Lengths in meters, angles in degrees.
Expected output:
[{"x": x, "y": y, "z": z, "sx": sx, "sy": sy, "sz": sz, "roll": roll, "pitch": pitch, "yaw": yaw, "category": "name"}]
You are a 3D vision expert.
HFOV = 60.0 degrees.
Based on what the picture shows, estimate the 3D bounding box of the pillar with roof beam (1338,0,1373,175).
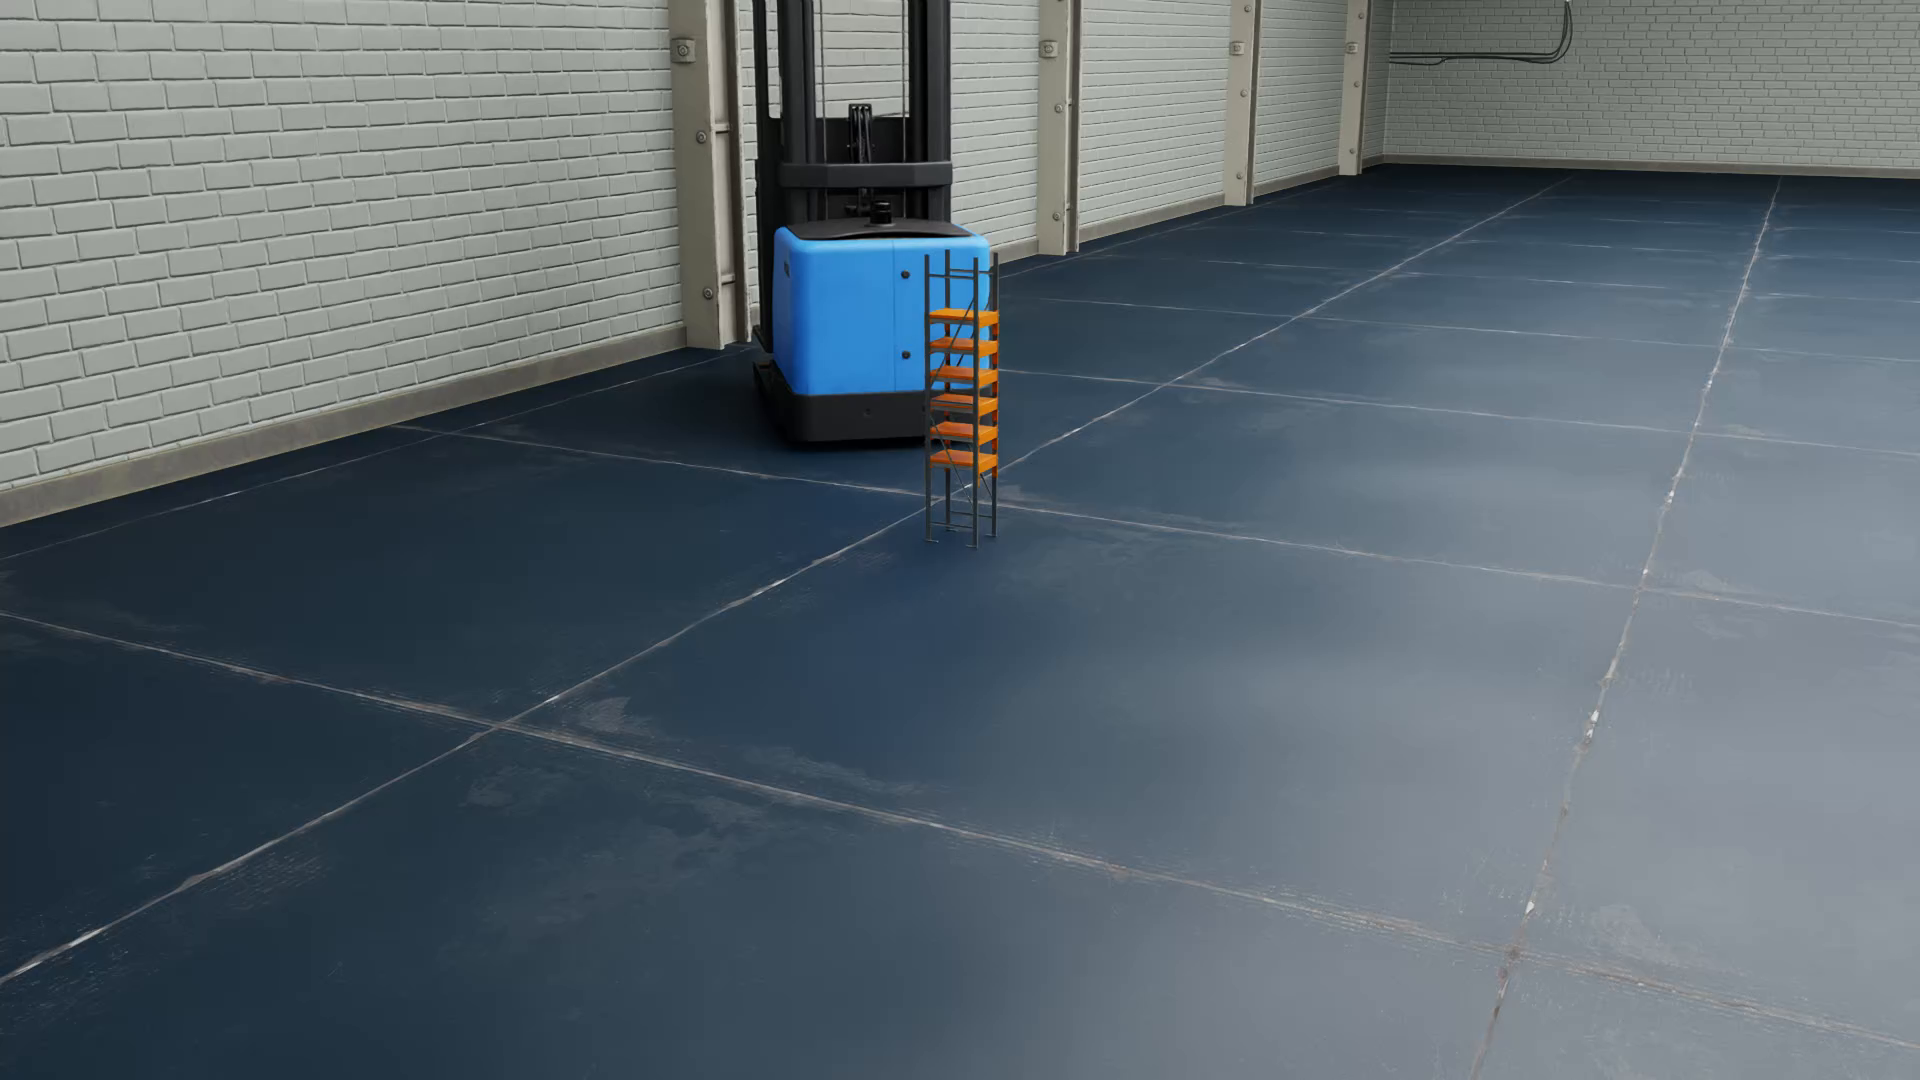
[{"x": 10.196, "y": -9.729, "z": 23.976, "sx": 9.100, "sy": 9.000, "sz": 0.400, "roll": 8, "pitch": 18, "yaw": 25, "category": "pillar with roof beam"}]

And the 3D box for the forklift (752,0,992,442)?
[{"x": -0.643, "y": -2.282, "z": 9.560, "sx": 1.130, "sy": 2.935, "sz": 3.031, "roll": -3, "pitch": 17, "yaw": -12, "category": "forklift"}]

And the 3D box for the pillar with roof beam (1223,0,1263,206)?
[{"x": 7.515, "y": -8.201, "z": 18.830, "sx": 9.100, "sy": 9.000, "sz": 0.400, "roll": 8, "pitch": 18, "yaw": 25, "category": "pillar with roof beam"}]

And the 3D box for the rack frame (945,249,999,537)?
[{"x": 0.047, "y": -0.602, "z": 6.944, "sx": 0.240, "sy": 1.200, "sz": 0.006, "roll": 8, "pitch": 18, "yaw": 25, "category": "rack frame"}]

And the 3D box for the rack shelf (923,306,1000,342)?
[{"x": 0.006, "y": -0.881, "z": 6.776, "sx": 0.258, "sy": 0.103, "sz": 0.180, "roll": 8, "pitch": 18, "yaw": 25, "category": "rack shelf"}]

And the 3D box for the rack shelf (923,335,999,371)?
[{"x": 0.006, "y": -0.766, "z": 6.810, "sx": 0.258, "sy": 0.103, "sz": 0.180, "roll": 8, "pitch": 18, "yaw": 25, "category": "rack shelf"}]

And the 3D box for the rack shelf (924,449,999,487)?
[{"x": 0.006, "y": -0.306, "z": 6.947, "sx": 0.258, "sy": 0.103, "sz": 0.180, "roll": 8, "pitch": 18, "yaw": 25, "category": "rack shelf"}]

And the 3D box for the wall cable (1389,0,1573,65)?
[{"x": 8.844, "y": -9.371, "z": 28.222, "sx": 3.097, "sy": 2.526, "sz": 0.112, "roll": 8, "pitch": 18, "yaw": 25, "category": "wall cable"}]

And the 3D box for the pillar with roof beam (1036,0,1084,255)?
[{"x": 4.833, "y": -6.673, "z": 13.685, "sx": 9.100, "sy": 9.000, "sz": 0.400, "roll": 8, "pitch": 18, "yaw": 25, "category": "pillar with roof beam"}]

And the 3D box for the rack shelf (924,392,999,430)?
[{"x": 0.006, "y": -0.536, "z": 6.879, "sx": 0.258, "sy": 0.103, "sz": 0.180, "roll": 8, "pitch": 18, "yaw": 25, "category": "rack shelf"}]

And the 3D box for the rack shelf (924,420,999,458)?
[{"x": 0.006, "y": -0.421, "z": 6.913, "sx": 0.258, "sy": 0.103, "sz": 0.180, "roll": 8, "pitch": 18, "yaw": 25, "category": "rack shelf"}]

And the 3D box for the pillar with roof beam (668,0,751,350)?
[{"x": 2.152, "y": -5.144, "z": 8.539, "sx": 9.100, "sy": 9.000, "sz": 0.400, "roll": 8, "pitch": 18, "yaw": 25, "category": "pillar with roof beam"}]

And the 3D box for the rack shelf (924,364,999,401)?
[{"x": 0.006, "y": -0.651, "z": 6.844, "sx": 0.258, "sy": 0.103, "sz": 0.180, "roll": 8, "pitch": 18, "yaw": 25, "category": "rack shelf"}]

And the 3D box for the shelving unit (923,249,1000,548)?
[{"x": 0.006, "y": -0.579, "z": 6.866, "sx": 0.258, "sy": 1.200, "sz": 0.189, "roll": 8, "pitch": 18, "yaw": 25, "category": "shelving unit"}]

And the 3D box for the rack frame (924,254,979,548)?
[{"x": -0.034, "y": -0.556, "z": 6.787, "sx": 0.240, "sy": 1.200, "sz": 0.006, "roll": 8, "pitch": 18, "yaw": 25, "category": "rack frame"}]
